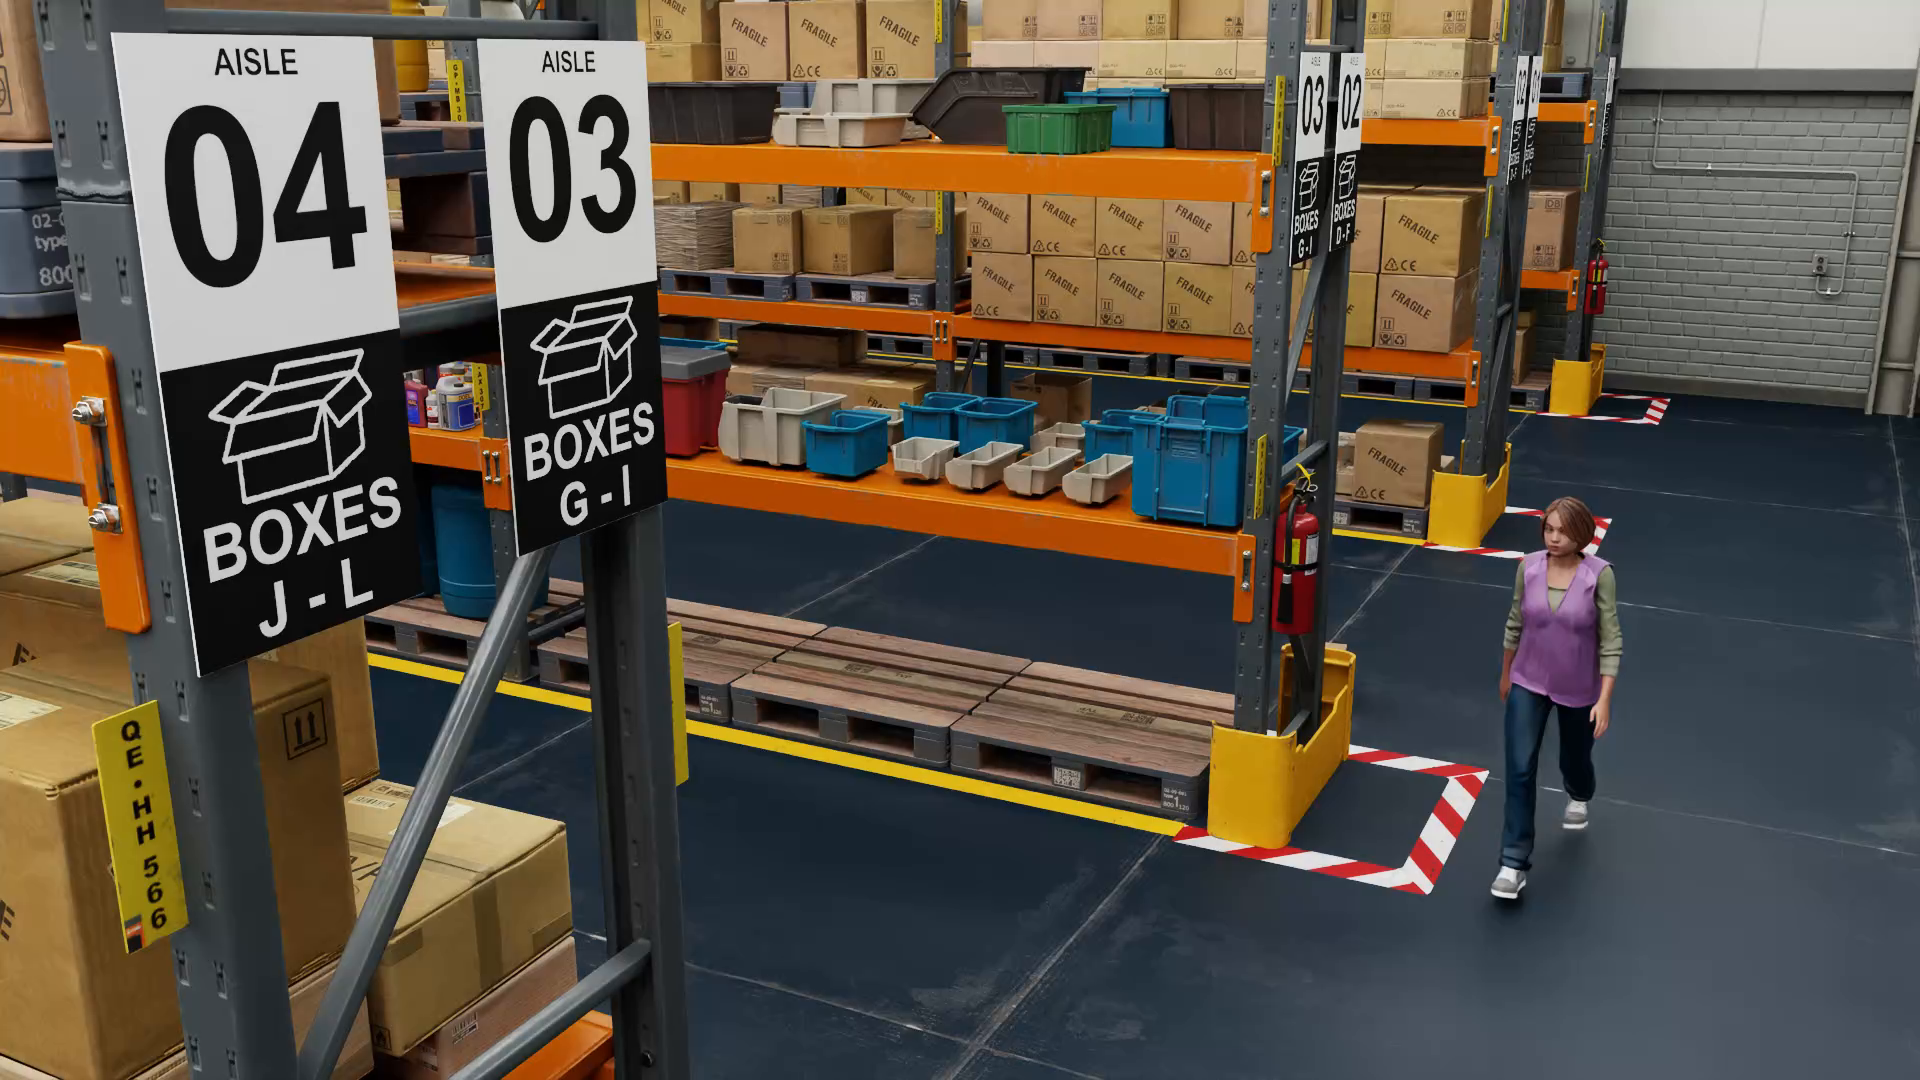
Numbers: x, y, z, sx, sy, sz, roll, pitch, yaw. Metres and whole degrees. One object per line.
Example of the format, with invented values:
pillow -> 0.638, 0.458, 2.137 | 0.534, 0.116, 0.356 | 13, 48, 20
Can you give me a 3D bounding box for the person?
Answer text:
person -> 2.365, 0.567, 6.571 | 0.473, 1.549, 0.930 | 9, 18, 28
